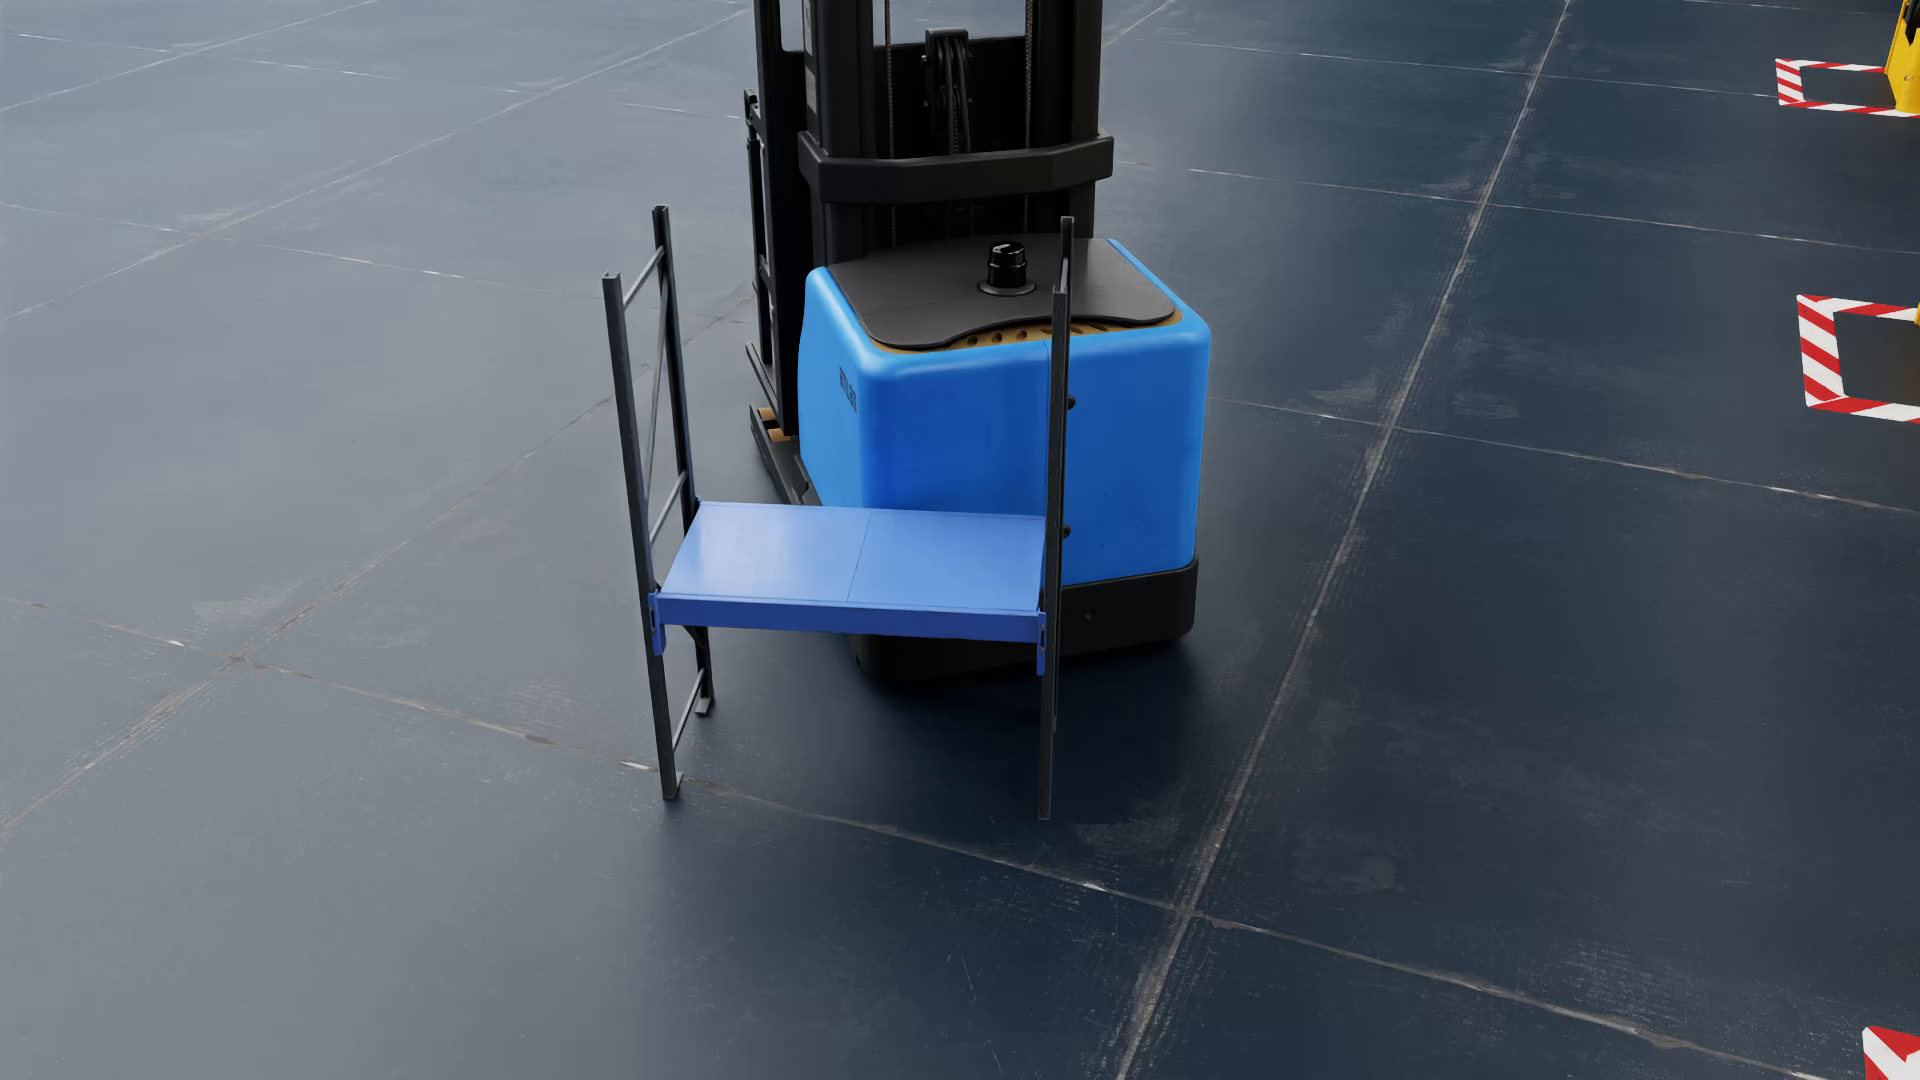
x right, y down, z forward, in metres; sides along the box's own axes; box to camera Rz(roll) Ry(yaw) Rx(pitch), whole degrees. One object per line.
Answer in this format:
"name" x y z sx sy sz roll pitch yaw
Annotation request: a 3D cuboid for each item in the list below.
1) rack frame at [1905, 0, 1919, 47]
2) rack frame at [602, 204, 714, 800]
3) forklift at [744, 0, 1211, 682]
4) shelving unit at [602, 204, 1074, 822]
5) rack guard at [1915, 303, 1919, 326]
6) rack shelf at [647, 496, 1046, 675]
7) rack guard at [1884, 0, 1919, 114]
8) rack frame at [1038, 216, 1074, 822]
"rack frame" 6.258 -4.272 10.259 0.127 3.000 1.000 11 31 19
"rack frame" -0.769 -0.069 4.339 0.032 1.500 0.500 3 31 5
"forklift" -0.171 -1.571 5.551 1.130 2.935 3.031 -8 30 -14
"shelving unit" -0.263 -0.047 4.299 1.048 1.500 0.538 3 31 5
"rack guard" 4.277 -0.945 6.914 0.348 0.500 1.175 11 31 19
"rack shelf" -0.262 0.108 4.390 1.000 0.185 0.538 3 31 5
"rack guard" 6.328 -3.169 10.849 0.348 0.500 1.175 11 31 19
"rack frame" 0.244 -0.024 4.258 0.032 1.500 0.500 3 31 5
